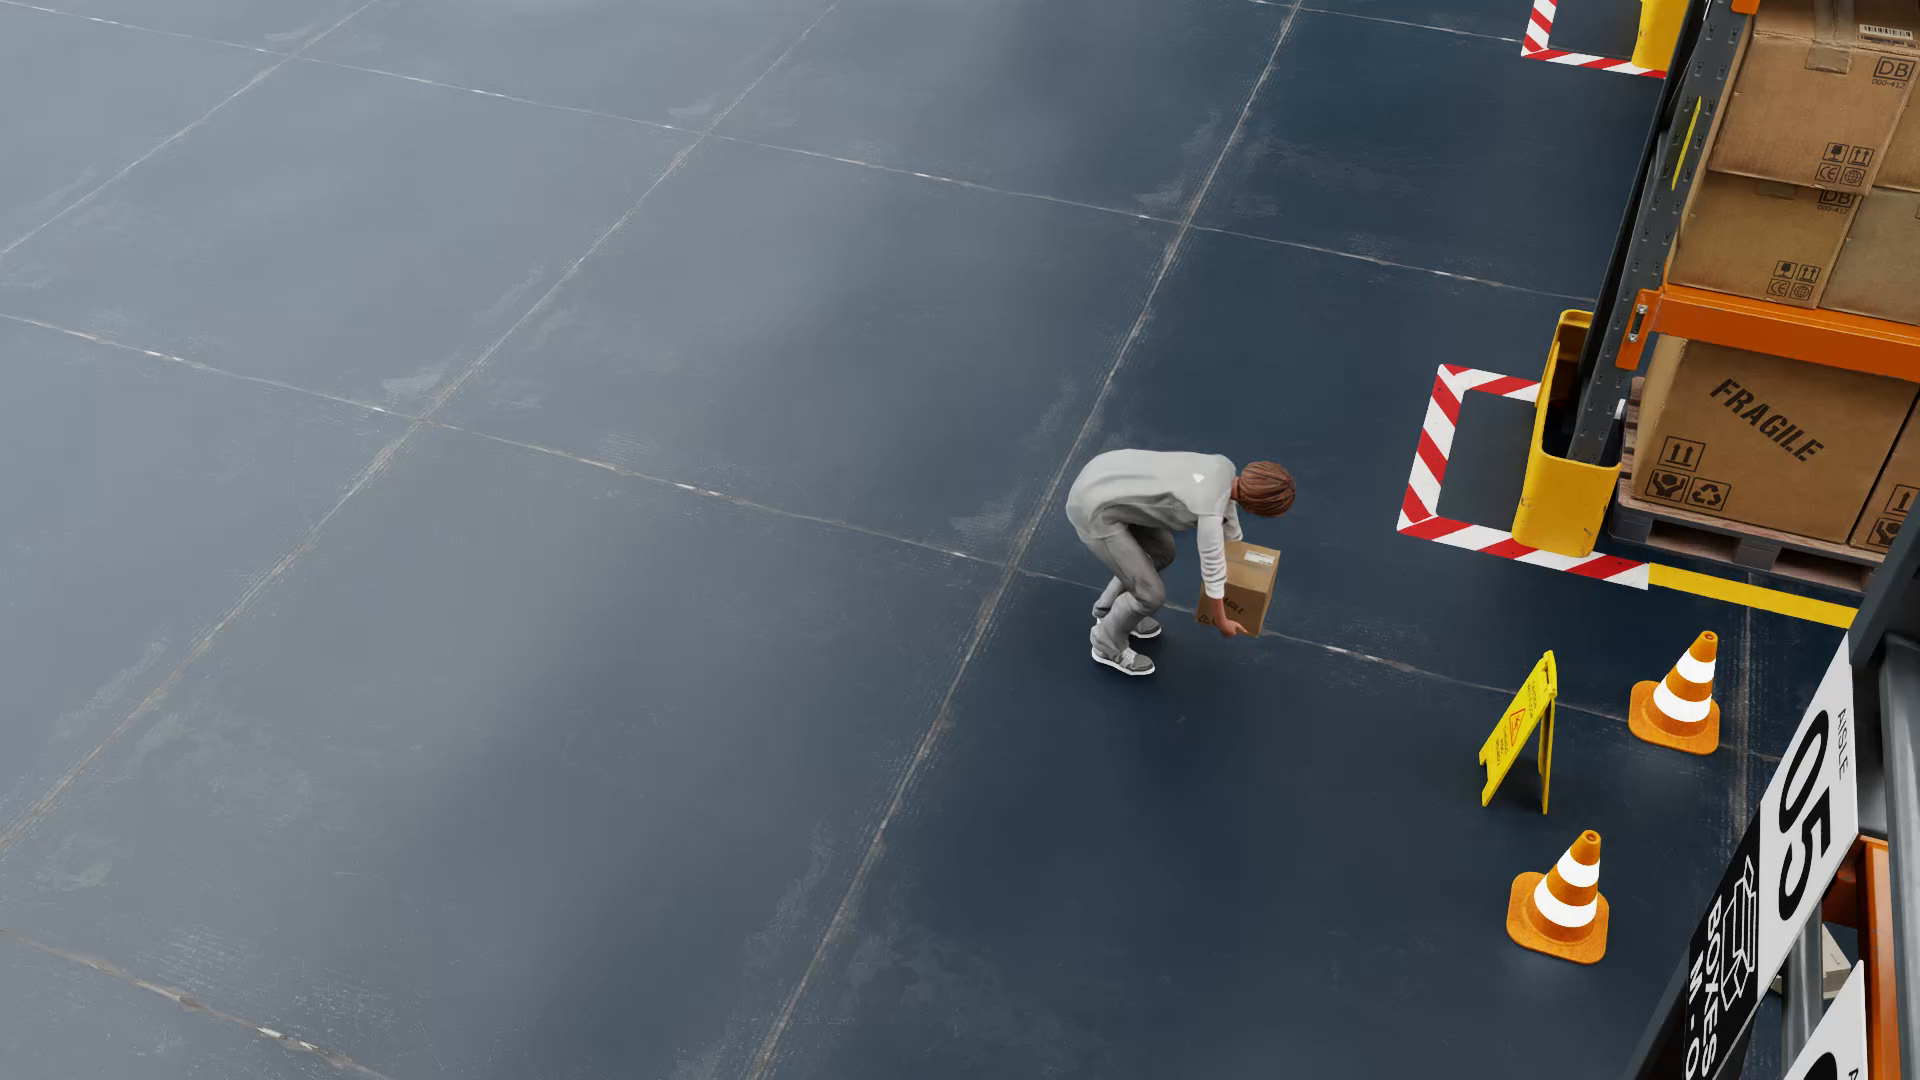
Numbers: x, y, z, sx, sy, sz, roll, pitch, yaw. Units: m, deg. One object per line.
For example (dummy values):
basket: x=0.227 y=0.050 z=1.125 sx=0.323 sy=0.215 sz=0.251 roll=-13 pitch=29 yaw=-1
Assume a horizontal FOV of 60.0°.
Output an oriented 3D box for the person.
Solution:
person: x=0.825 y=0.076 z=6.475 sx=0.850 sy=1.074 sz=0.404 roll=12 pitch=43 yaw=13
